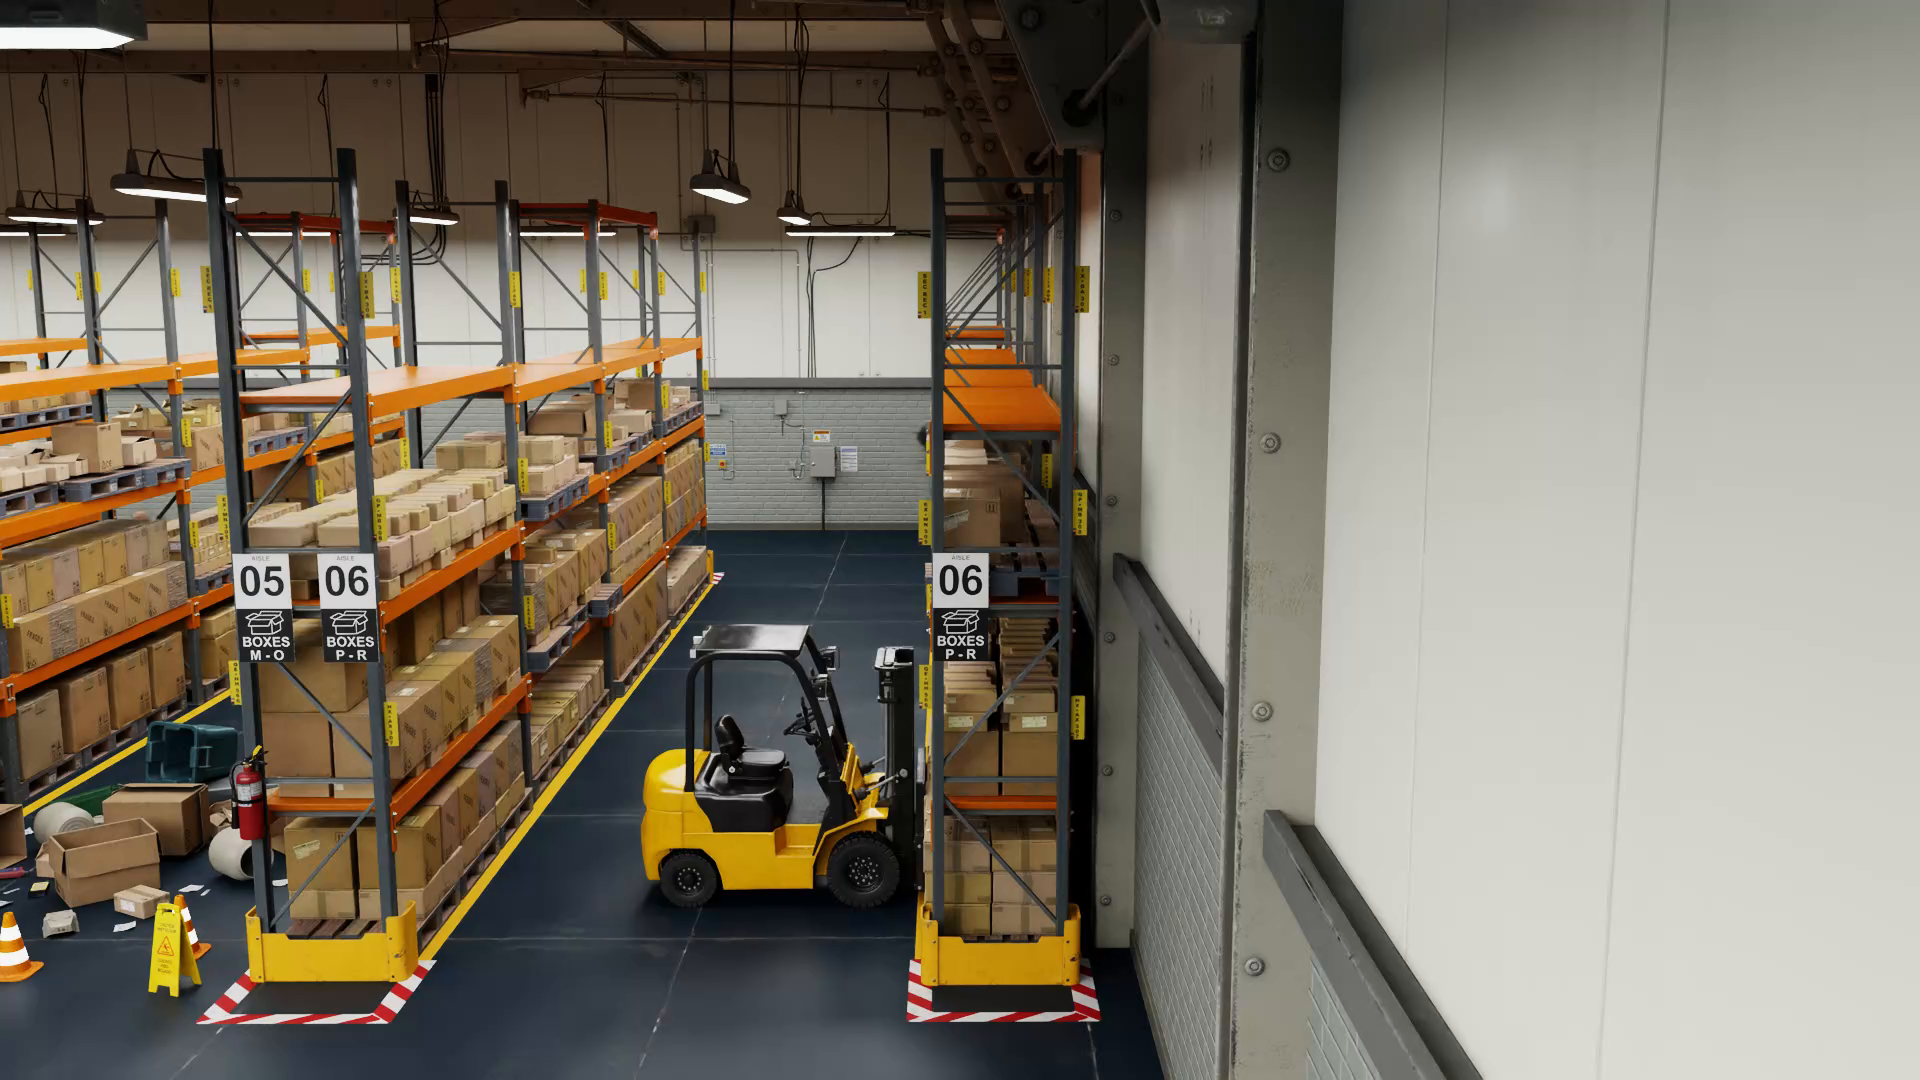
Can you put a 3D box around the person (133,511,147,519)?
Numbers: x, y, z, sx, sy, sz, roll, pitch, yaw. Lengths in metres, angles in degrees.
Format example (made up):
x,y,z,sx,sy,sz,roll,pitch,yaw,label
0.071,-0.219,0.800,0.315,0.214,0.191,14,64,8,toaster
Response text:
x,y,z,sx,sy,sz,roll,pitch,yaw,label
-11.706,0.468,23.933,0.703,1.808,0.938,0,9,1,person
